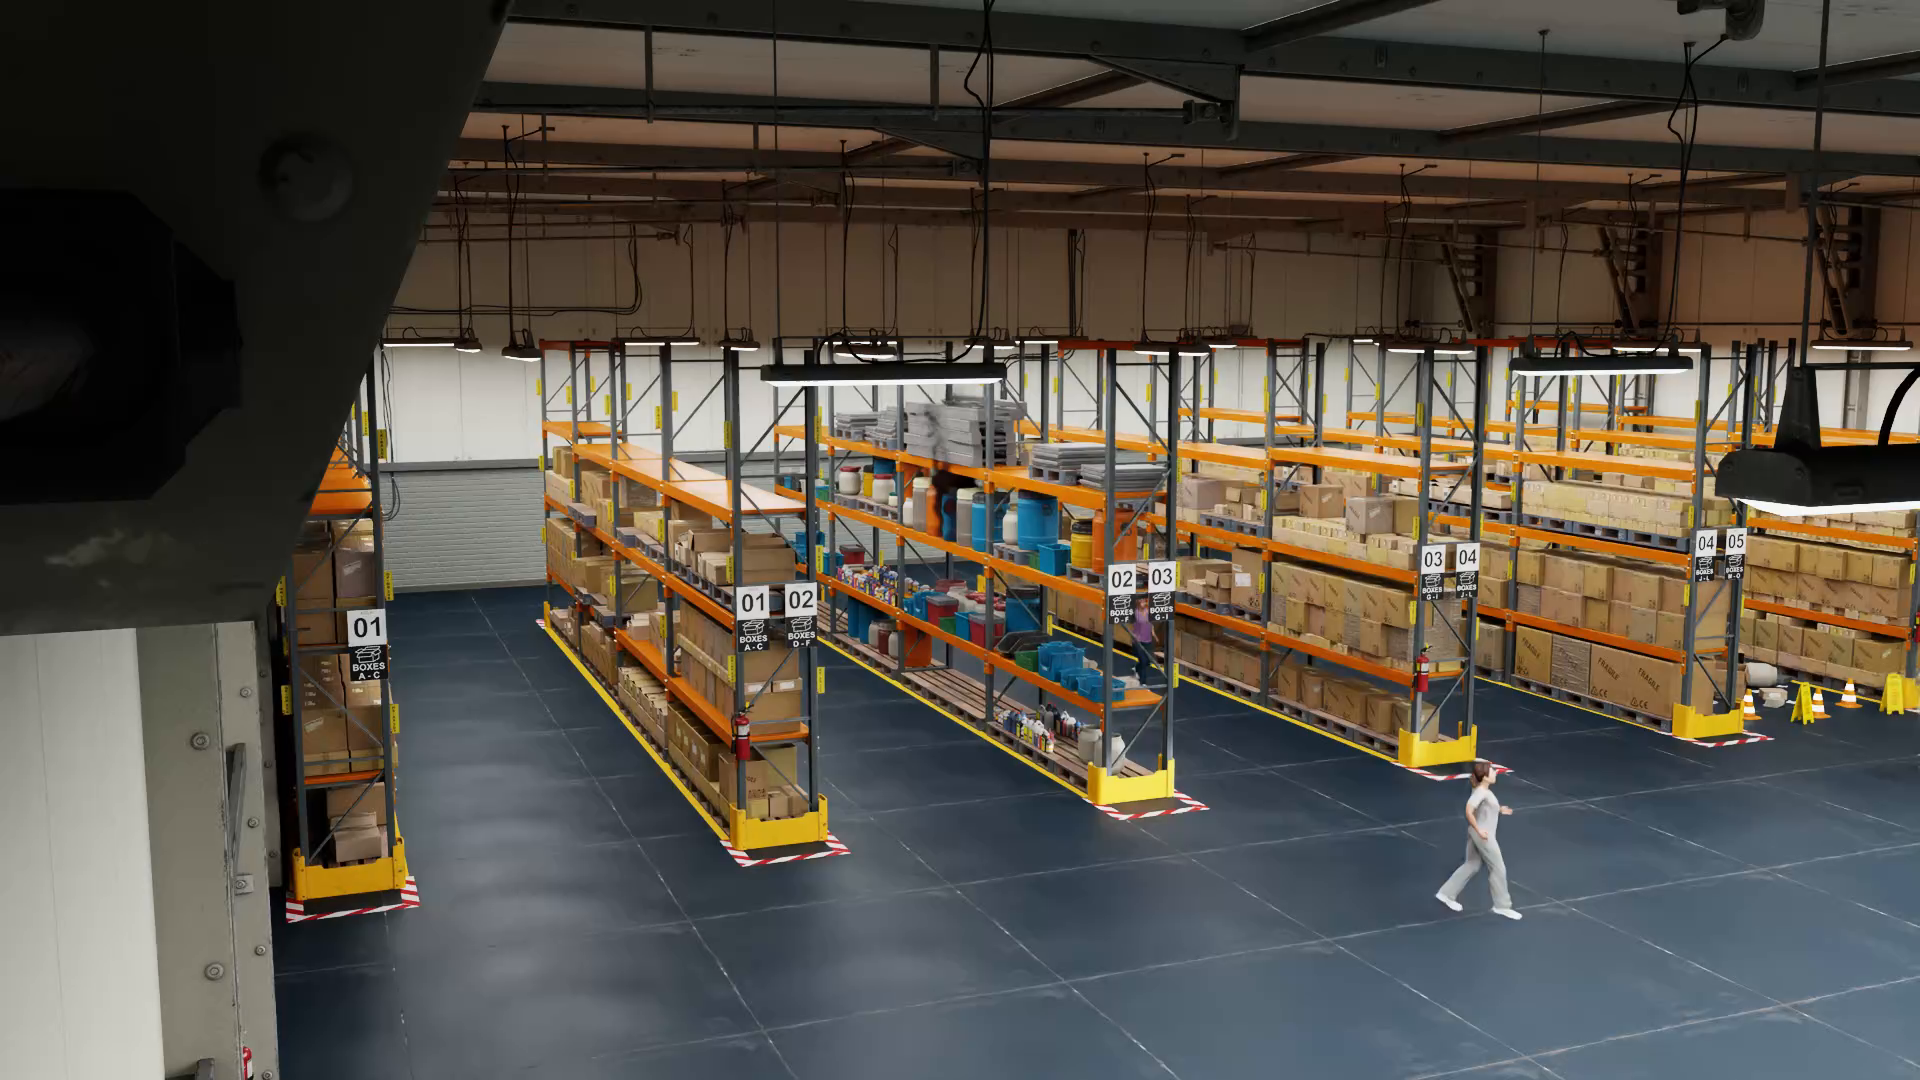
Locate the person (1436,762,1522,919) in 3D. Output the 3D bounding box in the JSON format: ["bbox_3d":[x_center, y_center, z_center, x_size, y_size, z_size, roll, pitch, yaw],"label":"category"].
[{"bbox_3d":[5.554,3.187,17.732,0.889,1.684,0.553,0,7,4],"label":"person"}]

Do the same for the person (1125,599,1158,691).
[{"bbox_3d":[2.986,1.697,27.563,0.540,1.577,0.526,-4,8,-26],"label":"person"}]
